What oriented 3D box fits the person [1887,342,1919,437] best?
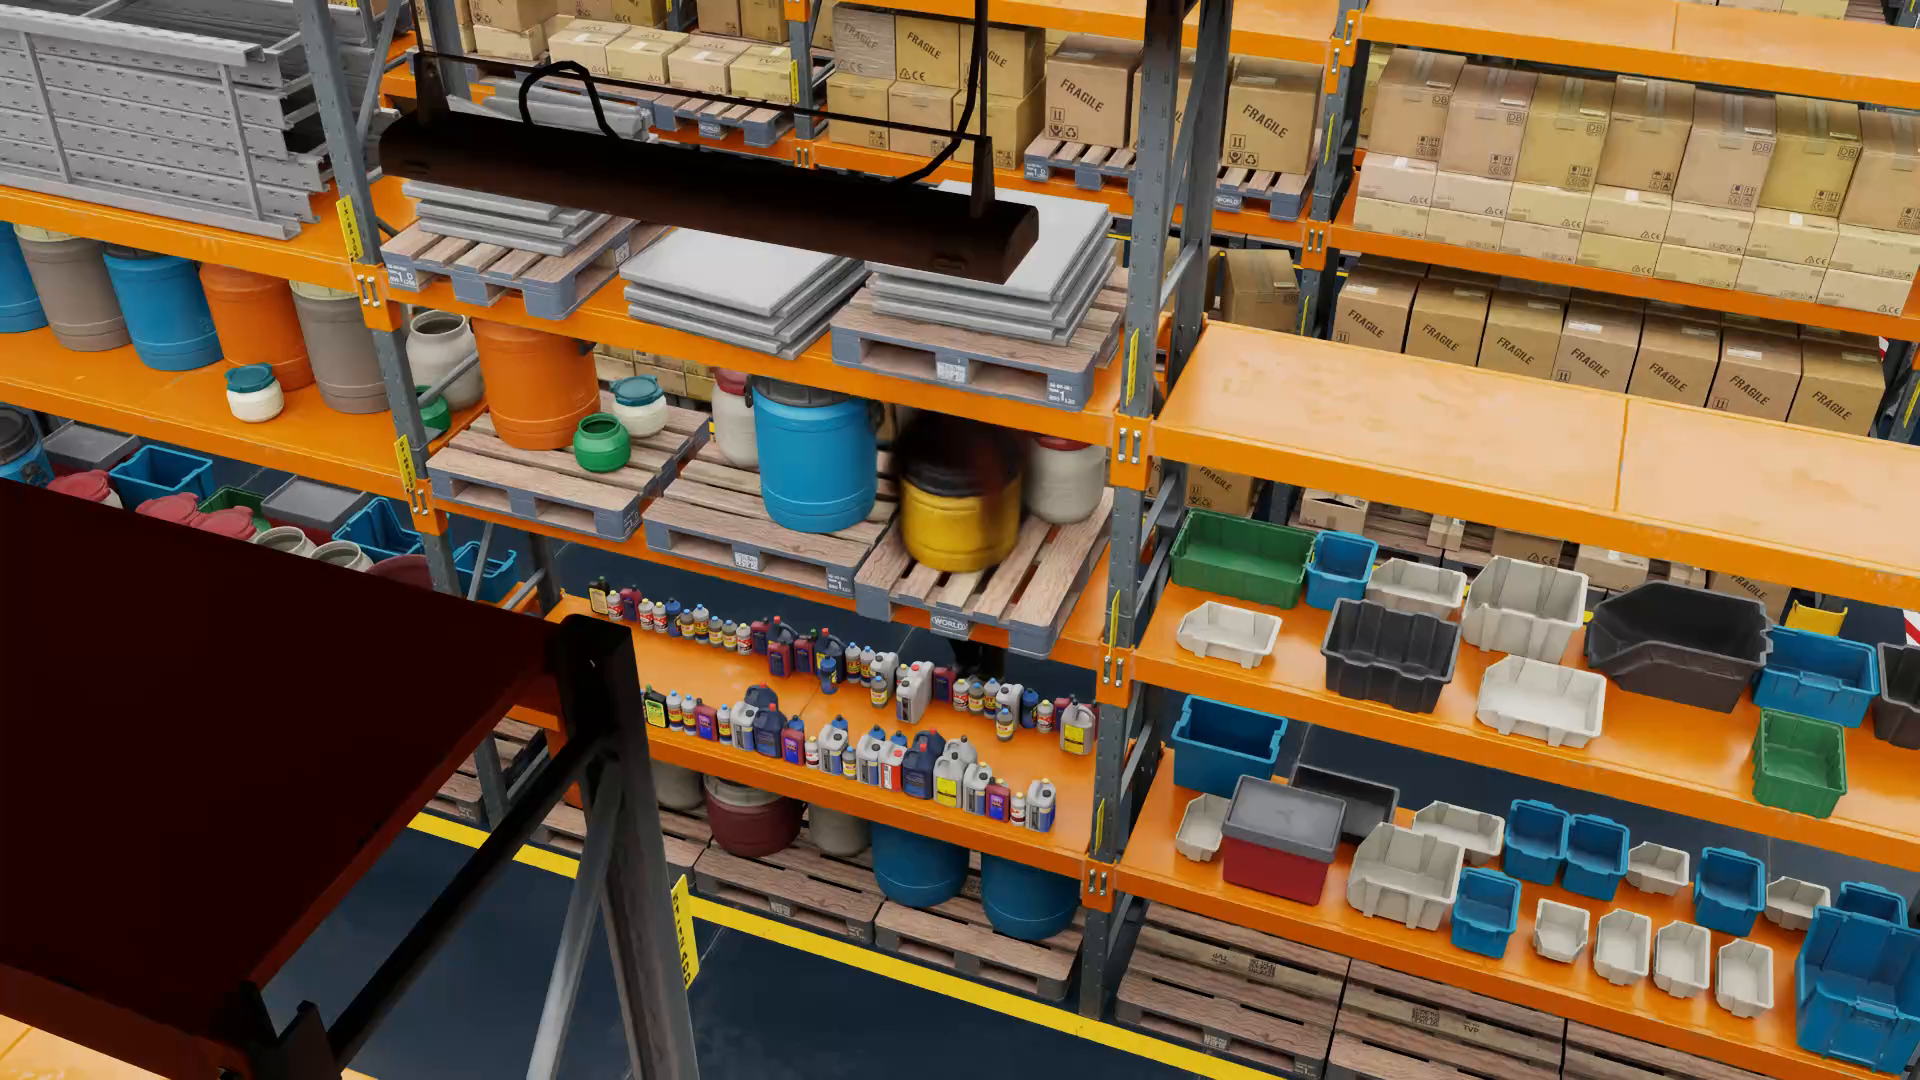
[{"bbox_3d":[8.450,-1.714,14.254,0.588,1.801,0.614,20,41,24],"label":"person"}]

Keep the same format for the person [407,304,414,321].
[{"bbox_3d":[-4.834,-1.658,14.121,0.520,1.786,0.706,-29,46,-34],"label":"person"}]

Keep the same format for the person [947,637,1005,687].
[{"bbox_3d":[0.161,0.326,11.465,0.493,1.820,0.605,-26,44,-31],"label":"person"}]
